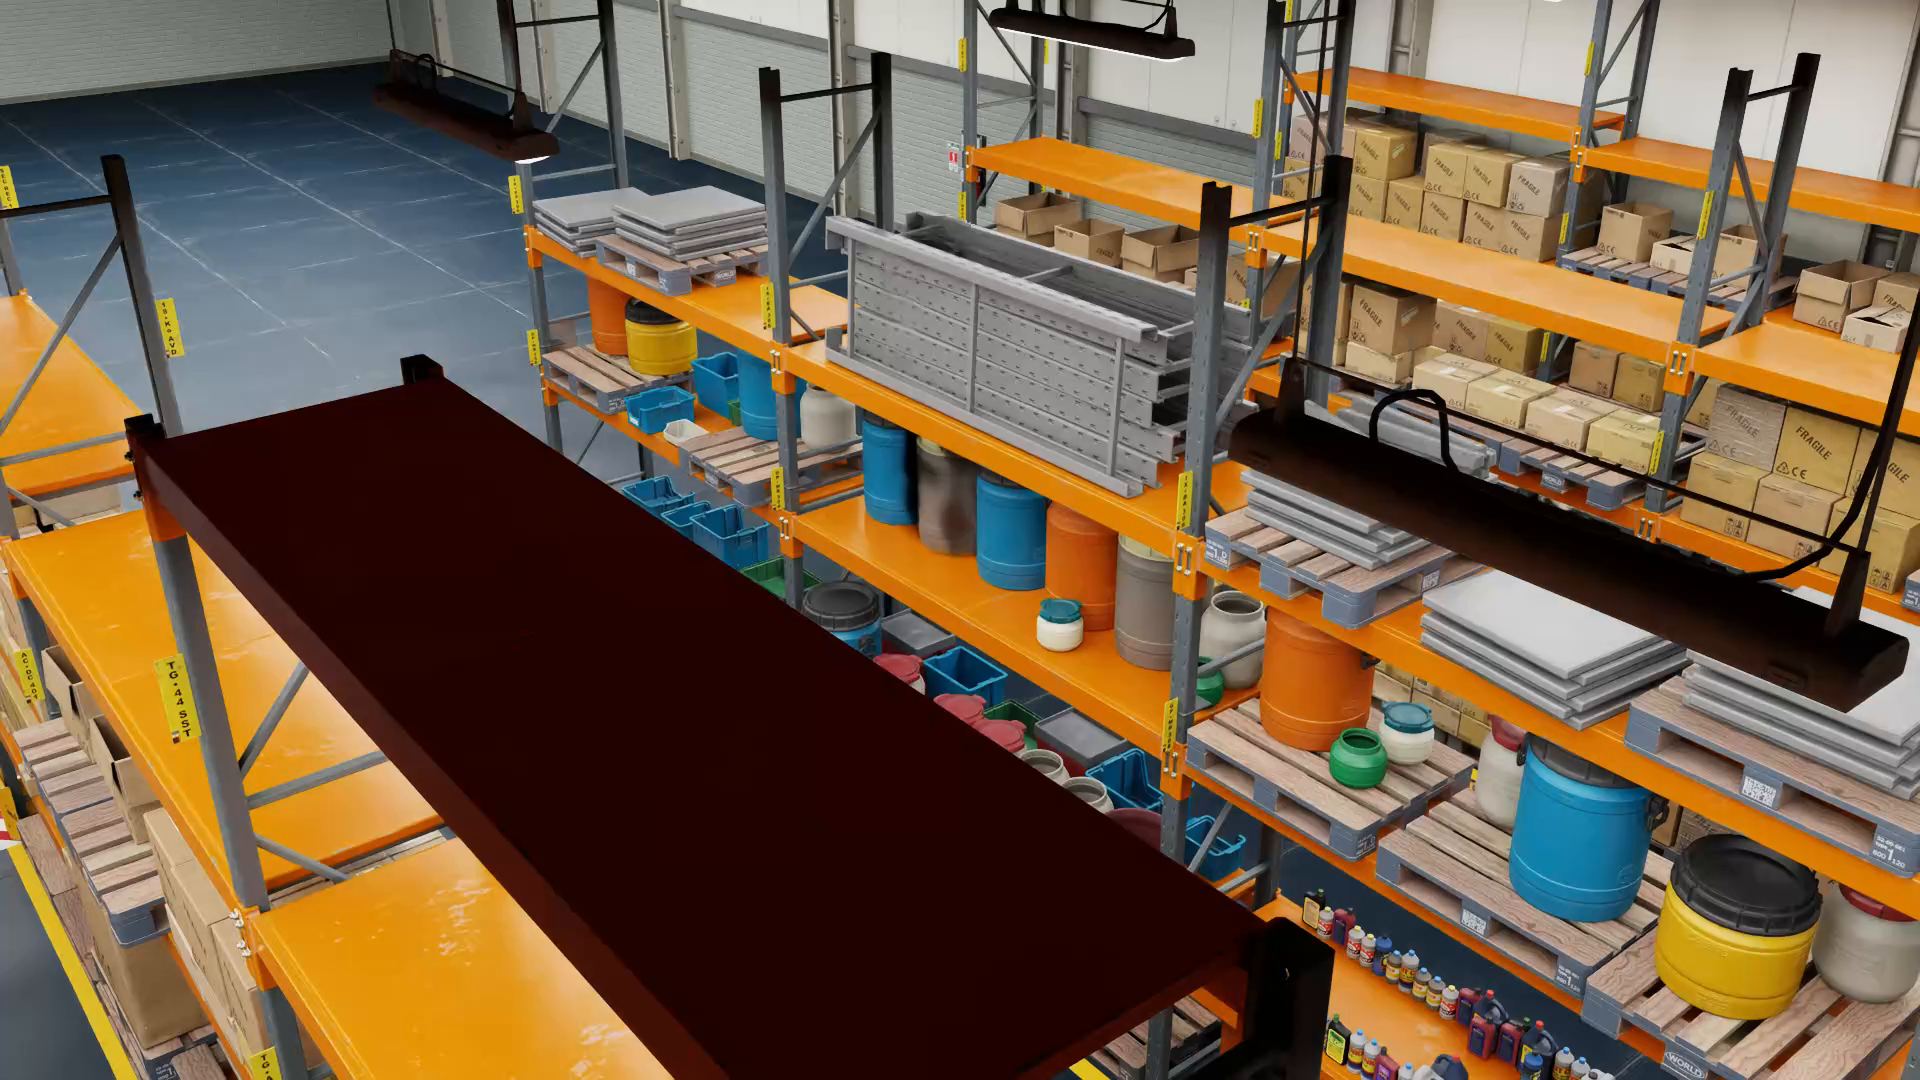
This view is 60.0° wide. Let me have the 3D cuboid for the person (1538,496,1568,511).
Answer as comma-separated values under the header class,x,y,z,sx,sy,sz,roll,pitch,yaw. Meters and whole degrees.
class,x,y,z,sx,sy,sz,roll,pitch,yaw
person,5.797,0.030,16.267,0.513,1.718,0.854,-20,32,-36
